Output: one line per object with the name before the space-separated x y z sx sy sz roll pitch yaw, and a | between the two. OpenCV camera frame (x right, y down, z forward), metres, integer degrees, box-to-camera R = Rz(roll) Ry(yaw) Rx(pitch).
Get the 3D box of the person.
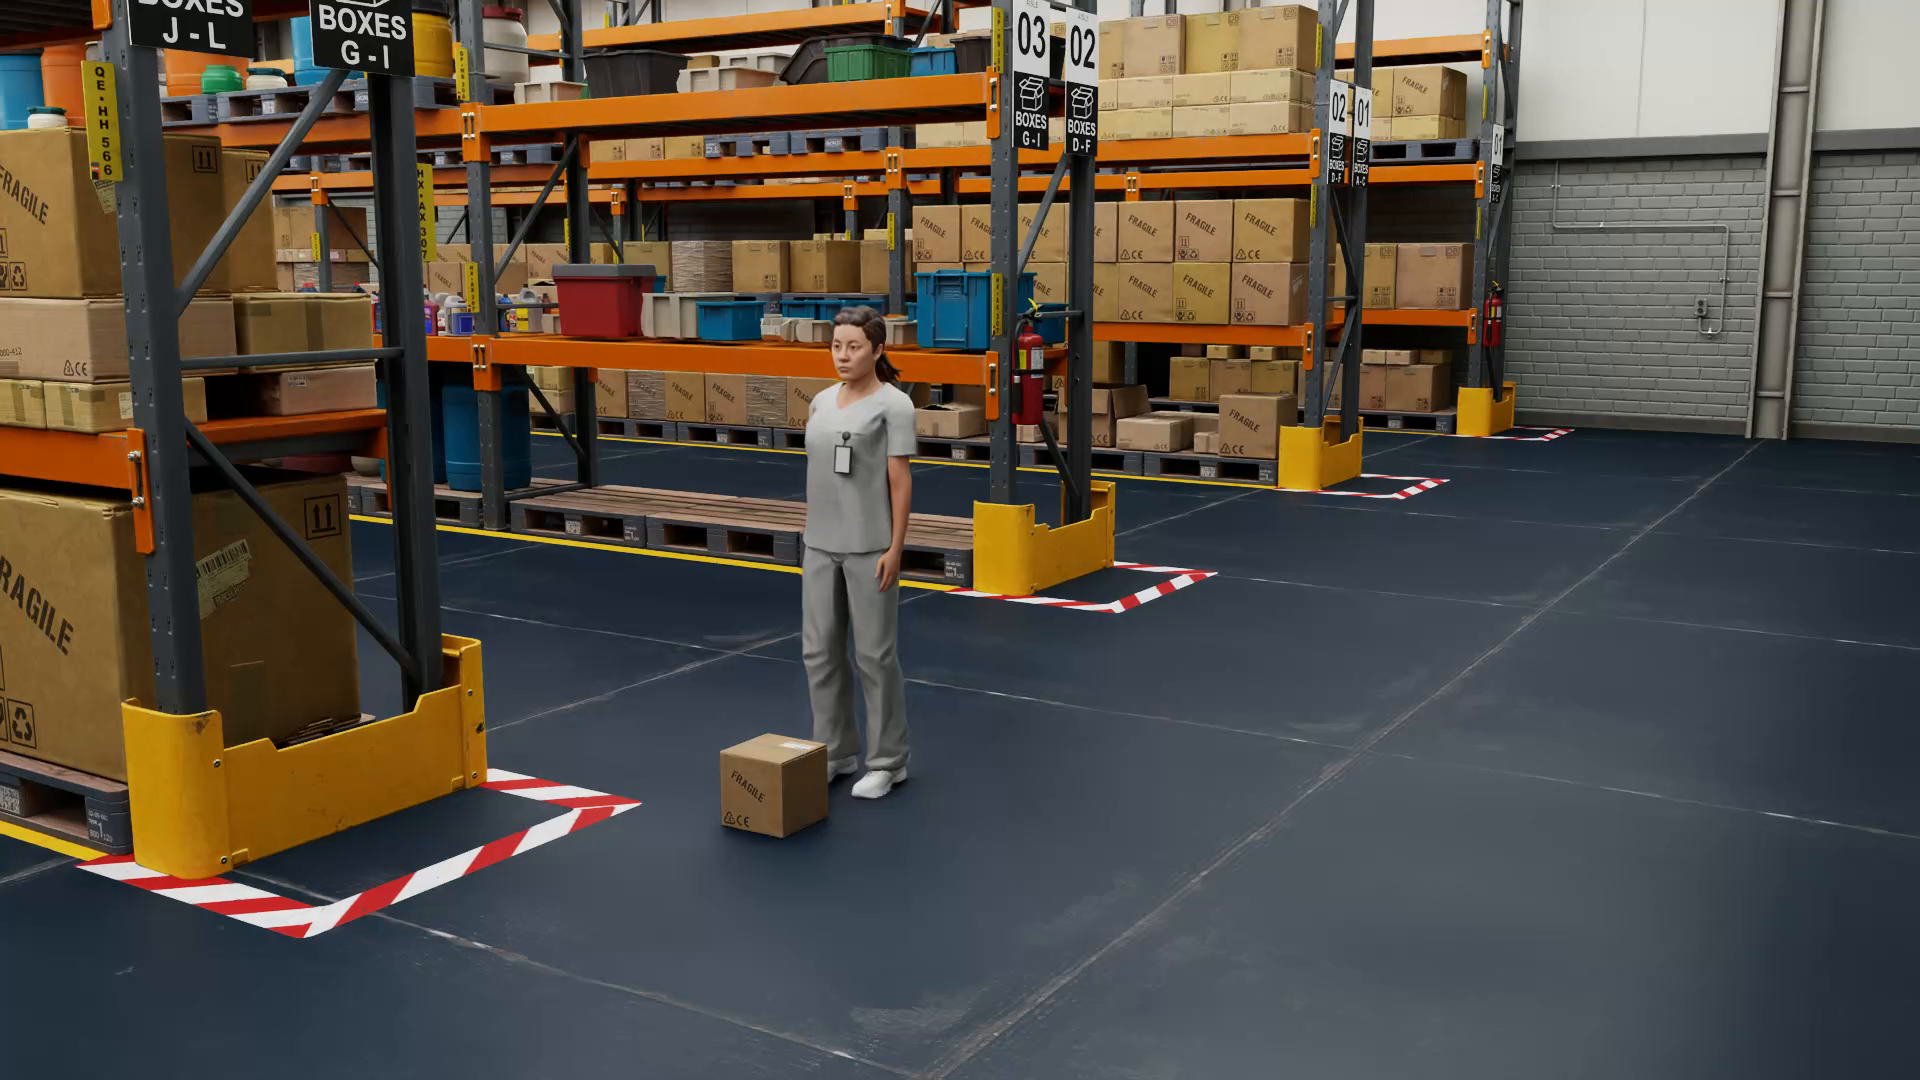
person | -0.348 0.035 5.713 0.438 1.674 0.364 6 11 32
